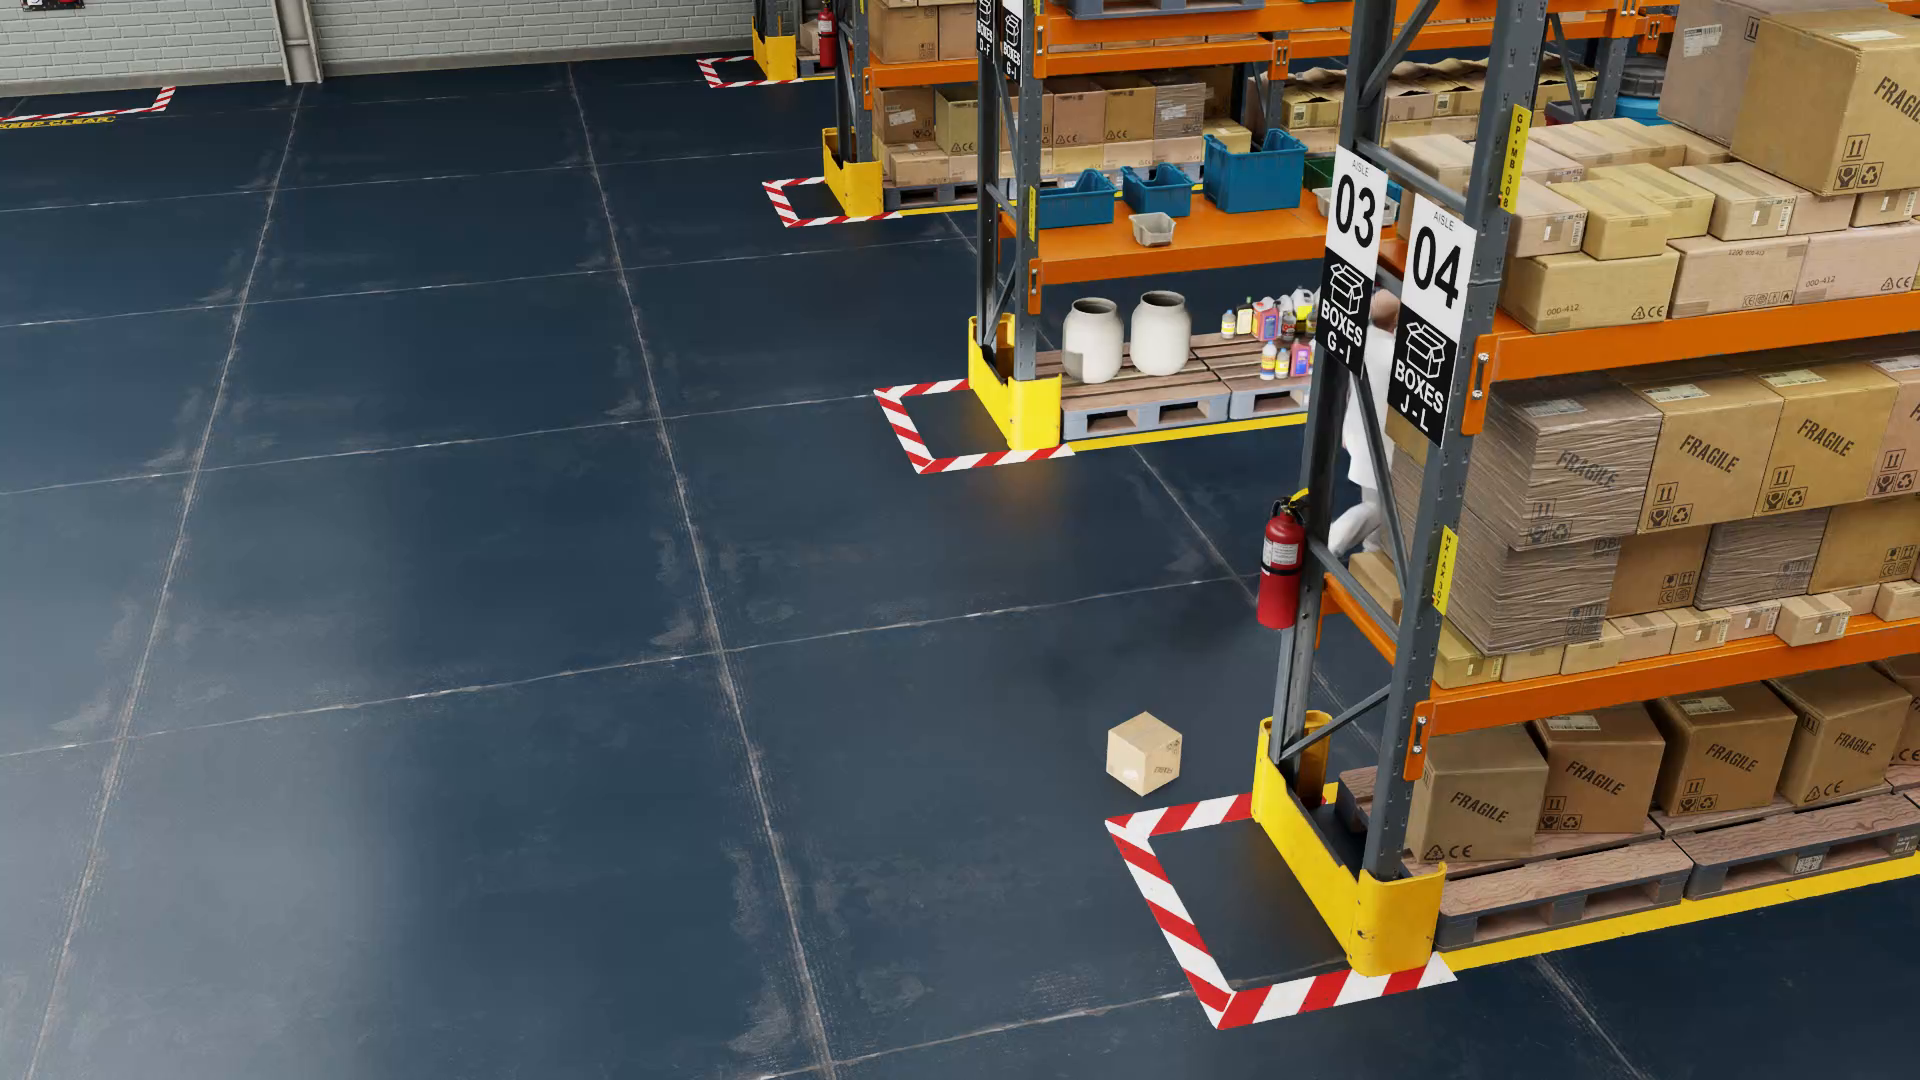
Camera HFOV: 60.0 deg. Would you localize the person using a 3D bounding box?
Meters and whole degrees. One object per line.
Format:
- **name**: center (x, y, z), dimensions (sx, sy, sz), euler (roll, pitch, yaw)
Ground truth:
- **person**: center (2.289, -0.570, 9.234), dimensions (1.034, 1.737, 0.567), euler (-15, 33, -24)
